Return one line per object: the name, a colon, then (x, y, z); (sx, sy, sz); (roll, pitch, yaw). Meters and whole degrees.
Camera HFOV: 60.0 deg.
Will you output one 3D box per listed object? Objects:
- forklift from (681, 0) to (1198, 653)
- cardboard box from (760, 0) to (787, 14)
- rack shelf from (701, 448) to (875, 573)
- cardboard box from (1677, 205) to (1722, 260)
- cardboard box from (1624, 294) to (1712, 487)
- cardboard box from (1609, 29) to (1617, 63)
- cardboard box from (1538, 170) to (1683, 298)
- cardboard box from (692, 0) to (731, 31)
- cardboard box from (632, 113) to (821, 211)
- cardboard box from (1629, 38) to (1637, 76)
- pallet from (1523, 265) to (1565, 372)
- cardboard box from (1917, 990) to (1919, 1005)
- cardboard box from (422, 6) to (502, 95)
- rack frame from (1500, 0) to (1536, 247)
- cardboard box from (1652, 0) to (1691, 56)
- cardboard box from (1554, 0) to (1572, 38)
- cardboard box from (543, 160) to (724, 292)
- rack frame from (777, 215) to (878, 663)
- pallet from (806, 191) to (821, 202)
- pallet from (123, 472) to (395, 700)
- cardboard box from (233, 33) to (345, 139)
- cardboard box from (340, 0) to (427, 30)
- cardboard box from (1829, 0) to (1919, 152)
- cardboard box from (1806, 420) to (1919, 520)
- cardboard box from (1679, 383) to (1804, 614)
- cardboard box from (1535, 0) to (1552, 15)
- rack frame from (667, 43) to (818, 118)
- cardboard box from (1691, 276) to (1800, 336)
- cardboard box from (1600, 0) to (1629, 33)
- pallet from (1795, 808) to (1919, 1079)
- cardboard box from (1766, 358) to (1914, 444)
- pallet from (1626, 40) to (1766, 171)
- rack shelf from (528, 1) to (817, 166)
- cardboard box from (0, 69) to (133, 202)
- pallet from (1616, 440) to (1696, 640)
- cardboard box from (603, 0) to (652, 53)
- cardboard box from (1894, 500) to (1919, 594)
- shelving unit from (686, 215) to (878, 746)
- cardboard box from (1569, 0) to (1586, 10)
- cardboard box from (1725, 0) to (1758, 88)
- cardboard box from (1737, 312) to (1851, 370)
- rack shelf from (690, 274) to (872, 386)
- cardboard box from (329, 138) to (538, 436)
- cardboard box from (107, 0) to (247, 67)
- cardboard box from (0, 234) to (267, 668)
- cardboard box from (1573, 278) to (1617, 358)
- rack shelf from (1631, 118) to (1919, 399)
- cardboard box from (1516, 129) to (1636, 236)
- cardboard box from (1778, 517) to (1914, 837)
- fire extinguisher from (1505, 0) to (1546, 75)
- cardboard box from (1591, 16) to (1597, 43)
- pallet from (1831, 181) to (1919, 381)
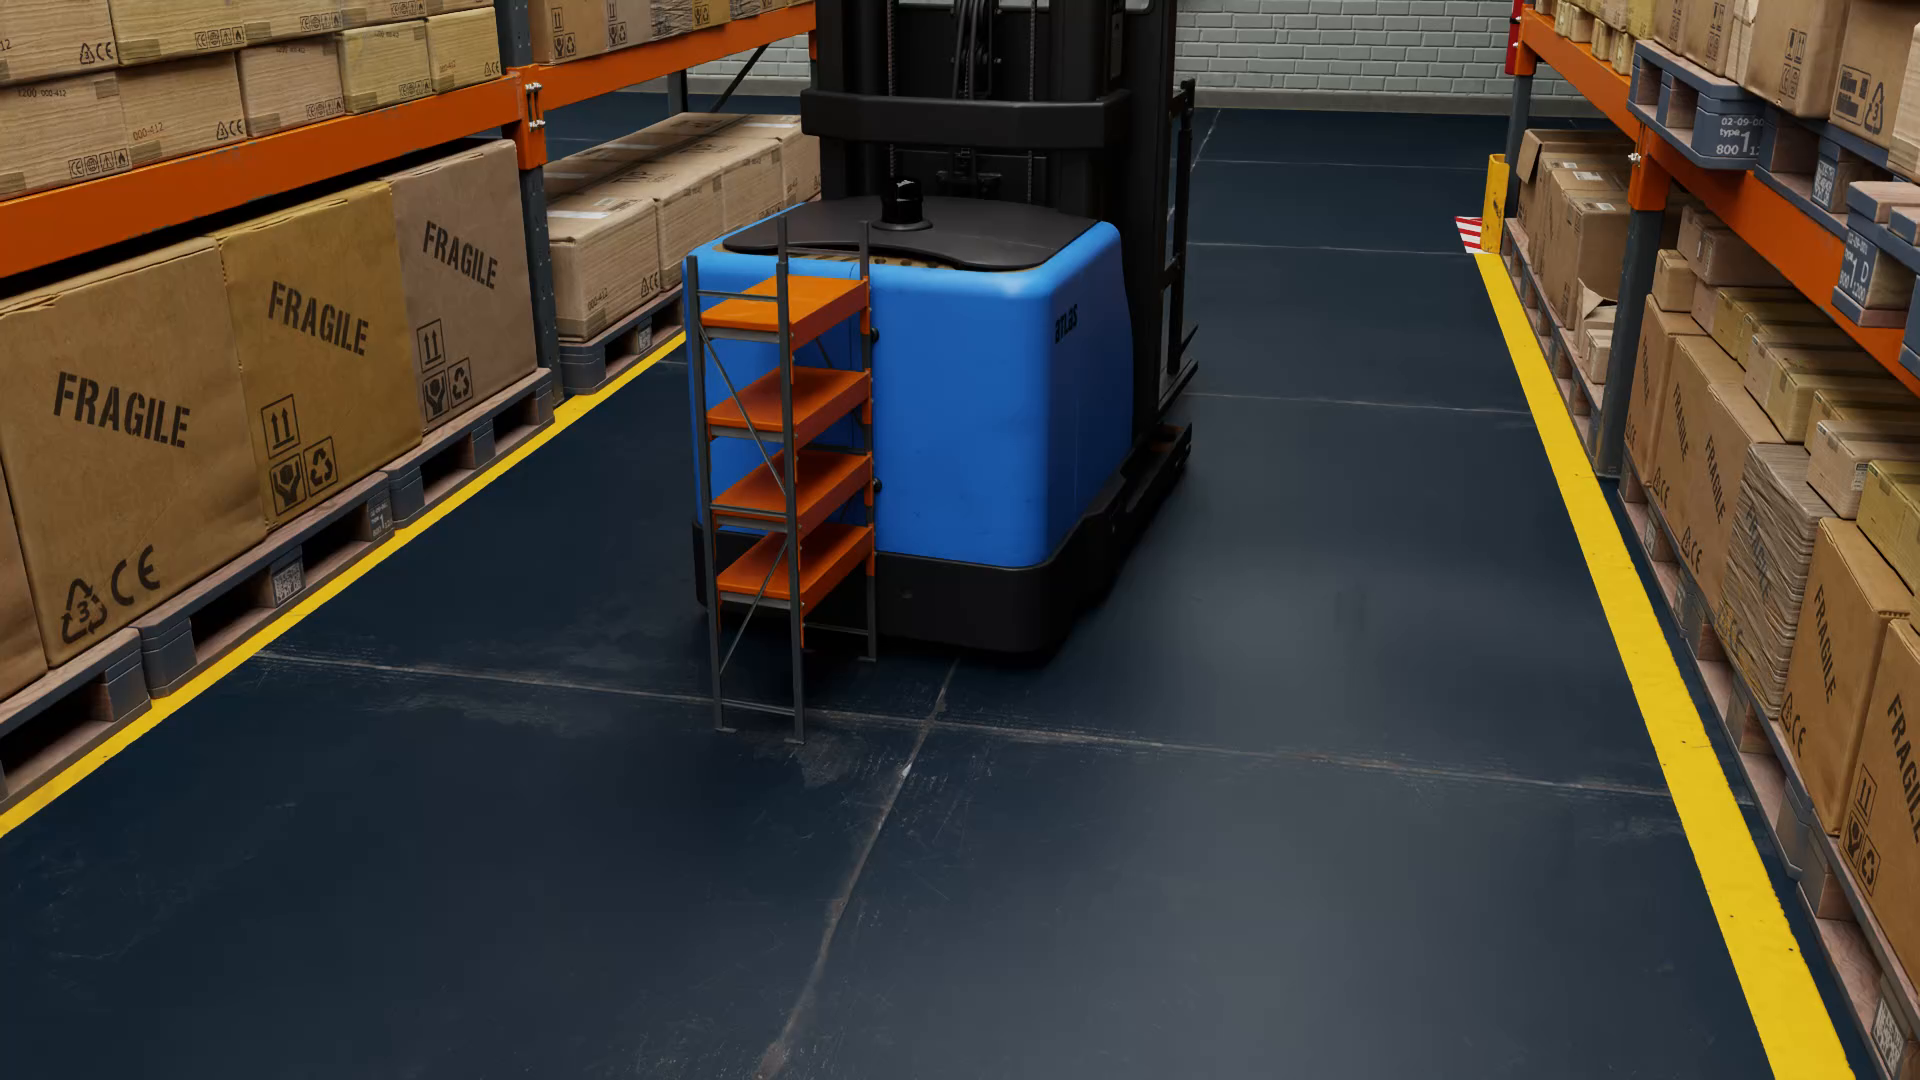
forklift: (0.200, -1.581, 5.355); (1.130, 2.935, 3.031); (7, 23, 17)
cardboard box: (-1.245, -3.097, 8.894); (0.500, 0.500, 0.500); (4, 22, 10)
rack shelf: (-0.419, -0.090, 4.152); (0.258, 0.148, 0.480); (7, 23, 17)
cardboard box: (2.481, -0.948, 5.210); (0.380, 0.149, 0.250); (4, 22, 10)
cardboard box: (2.437, -0.465, 5.277); (0.500, 0.500, 0.500); (5, 23, 13)
cardboard box: (2.715, -1.897, 6.384); (0.380, 0.149, 0.250); (5, 22, 12)
cardboard box: (2.936, -1.376, 7.539); (0.500, 0.500, 0.500); (5, 22, 12)
cardboard box: (-1.433, -2.718, 7.954); (0.500, 0.500, 0.500); (5, 22, 13)
cardboard box: (-1.325, -2.187, 9.636); (0.875, 0.438, 0.875); (4, 22, 9)
cardboard box: (2.605, -1.706, 5.910); (0.380, 0.149, 0.250); (5, 22, 12)
pallet: (3.144, -0.995, 7.541); (1.003, 0.211, 1.213); (4, 22, 11)
cardboard box: (1.815, 0.667, 2.466); (0.500, 0.500, 0.500); (5, 22, 12)
cardboard box: (-1.949, -1.714, 5.795); (0.500, 0.250, 0.500); (4, 22, 10)
rack frame: (3.572, -3.053, 8.918); (1.000, 3.000, 0.127); (4, 22, 11)
cardboard box: (2.438, -1.671, 4.792); (0.700, 0.500, 0.500); (5, 22, 12)
cardboard box: (2.925, -2.369, 7.558); (0.380, 0.149, 0.250); (4, 22, 9)
cardboard box: (-1.689, -1.522, 7.985); (0.875, 0.438, 0.875); (4, 22, 9)
rack frame: (-0.341, -0.239, 4.341); (0.240, 1.200, 0.015); (7, 23, 17)
pallet: (-1.375, -1.838, 9.634); (1.003, 0.211, 1.213); (4, 22, 11)
pallet: (-2.435, 0.062, 4.917); (1.003, 0.211, 1.213); (4, 22, 11)
cardboard box: (-2.176, -1.345, 4.878); (0.500, 0.250, 0.500); (4, 22, 9)
cardboard box: (-2.051, -1.766, 5.255); (0.500, 0.250, 0.500); (5, 22, 12)
cardboard box: (2.092, -0.981, 3.073); (0.797, 0.503, 0.637); (4, 22, 10)
cardboard box: (2.090, -0.146, 3.616); (0.380, 0.149, 0.250); (3, 22, 8)
cardboard box: (2.232, -0.088, 4.340); (0.500, 0.500, 0.500); (4, 22, 9)
cardboard box: (3.236, -2.837, 8.718); (0.380, 0.149, 0.250); (4, 22, 11)
rack frame: (-1.288, -3.430, 9.854); (1.000, 3.000, 0.127); (4, 22, 11)
cardboard box: (2.441, -0.708, 5.011); (0.380, 0.149, 0.250); (4, 22, 9)
cardboard box: (2.709, -2.047, 6.224); (0.500, 0.250, 0.500); (5, 22, 11)
pallet: (2.129, 0.897, 2.845); (1.003, 0.211, 1.213); (4, 22, 11)
cardboard box: (2.217, -0.333, 4.080); (0.380, 0.149, 0.250); (5, 23, 13)
pallet: (2.486, -1.217, 4.616); (1.003, 0.211, 1.213); (4, 22, 11)
rack shelf: (-1.696, -2.364, 8.172); (1.077, 0.370, 4.000); (4, 22, 11)
cardboard box: (-2.374, -0.975, 3.959); (0.500, 0.250, 0.500); (5, 23, 13)
pallet: (2.627, 0.004, 5.061); (1.003, 0.211, 1.213); (4, 22, 11)
cardboard box: (-1.645, -2.348, 7.036); (0.500, 0.500, 0.500); (5, 22, 11)
cardboard box: (2.013, 0.049, 3.133); (0.380, 0.149, 0.250); (5, 22, 12)
shelving unit: (-0.419, -0.153, 4.127); (0.258, 1.200, 0.503); (7, 23, 17)
cardboard box: (2.929, -2.417, 7.142); (0.500, 0.250, 0.500); (4, 22, 10)
cardboard box: (2.097, -1.243, 4.043); (0.396, 0.266, 0.258); (6, 23, 14)
cardboard box: (2.357, -0.512, 4.525); (0.380, 0.149, 0.250); (4, 22, 10)
rack shelf: (-0.419, -0.517, 3.980); (0.258, 0.148, 0.480); (7, 23, 17)
cardboard box: (-2.152, -0.943, 5.962); (0.875, 0.875, 0.875); (5, 23, 13)
cardboard box: (-2.239, -1.387, 4.315); (0.500, 0.250, 0.500); (5, 22, 12)
cardboard box: (-2.512, -0.285, 4.329); (0.875, 0.875, 0.875); (5, 22, 12)
cardboard box: (2.655, -0.873, 6.604); (0.396, 0.266, 0.258); (5, 23, 13)
rack shelf: (2.348, -0.525, 3.604); (1.077, 0.370, 4.000); (4, 22, 11)
cardboard box: (3.354, -1.873, 8.768); (0.797, 0.503, 0.637); (4, 22, 9)
cardboard box: (2.032, 0.293, 3.395); (0.500, 0.500, 0.500); (5, 23, 13)
fire extinguisher: (3.150, -2.933, 9.223); (0.296, 0.674, 0.183); (4, 22, 11)
cardboard box: (2.906, -2.172, 7.068); (0.380, 0.149, 0.250); (4, 22, 11)
pallet: (2.009, -0.291, 2.318); (1.213, 0.211, 1.003); (4, 22, 11)
